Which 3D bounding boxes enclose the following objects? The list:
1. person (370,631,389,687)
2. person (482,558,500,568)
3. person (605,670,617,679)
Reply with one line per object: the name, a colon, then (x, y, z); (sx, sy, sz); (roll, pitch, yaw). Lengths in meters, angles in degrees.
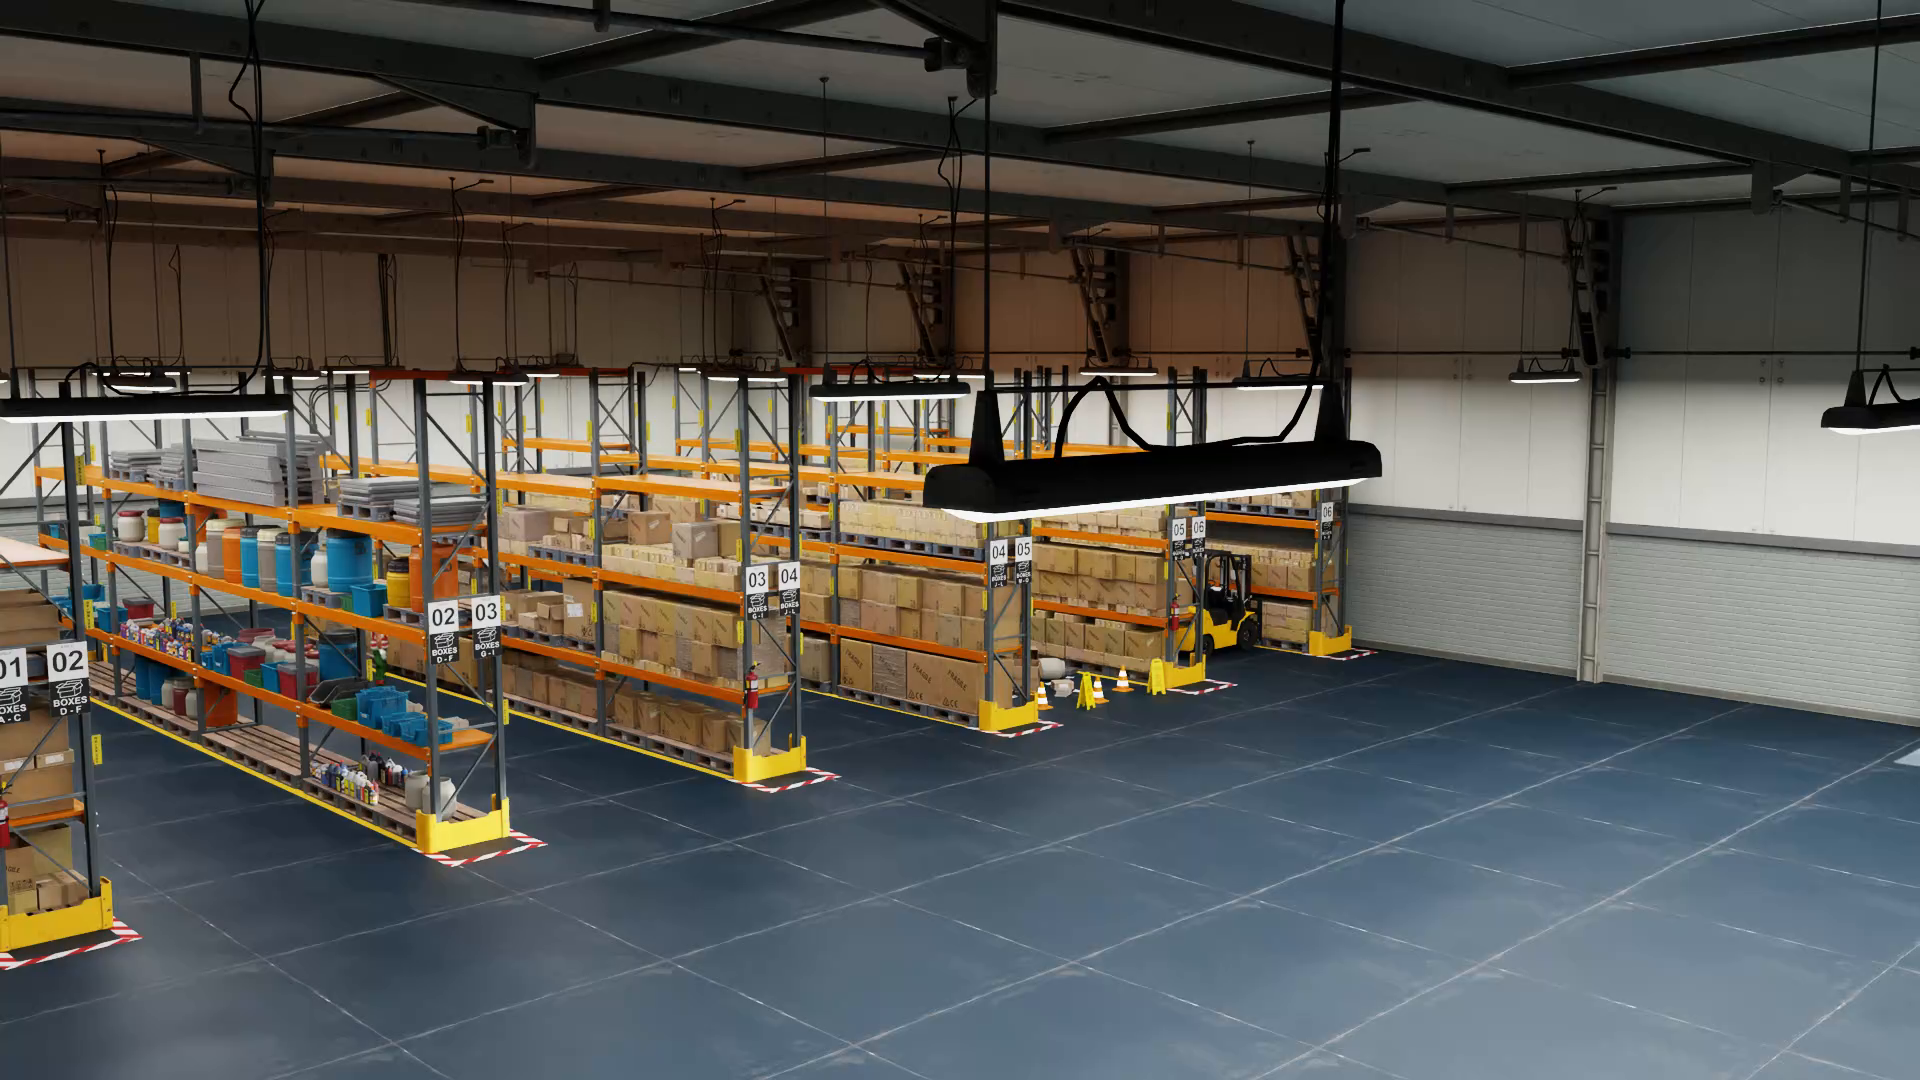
person: (-10.618, 2.010, 30.538); (0.435, 1.812, 0.616); (-1, 7, -10)
person: (-11.374, 0.956, 40.149); (0.658, 1.727, 0.627); (0, 6, 4)
person: (-6.571, 1.908, 31.454); (0.452, 1.789, 0.640); (-2, 7, -18)
